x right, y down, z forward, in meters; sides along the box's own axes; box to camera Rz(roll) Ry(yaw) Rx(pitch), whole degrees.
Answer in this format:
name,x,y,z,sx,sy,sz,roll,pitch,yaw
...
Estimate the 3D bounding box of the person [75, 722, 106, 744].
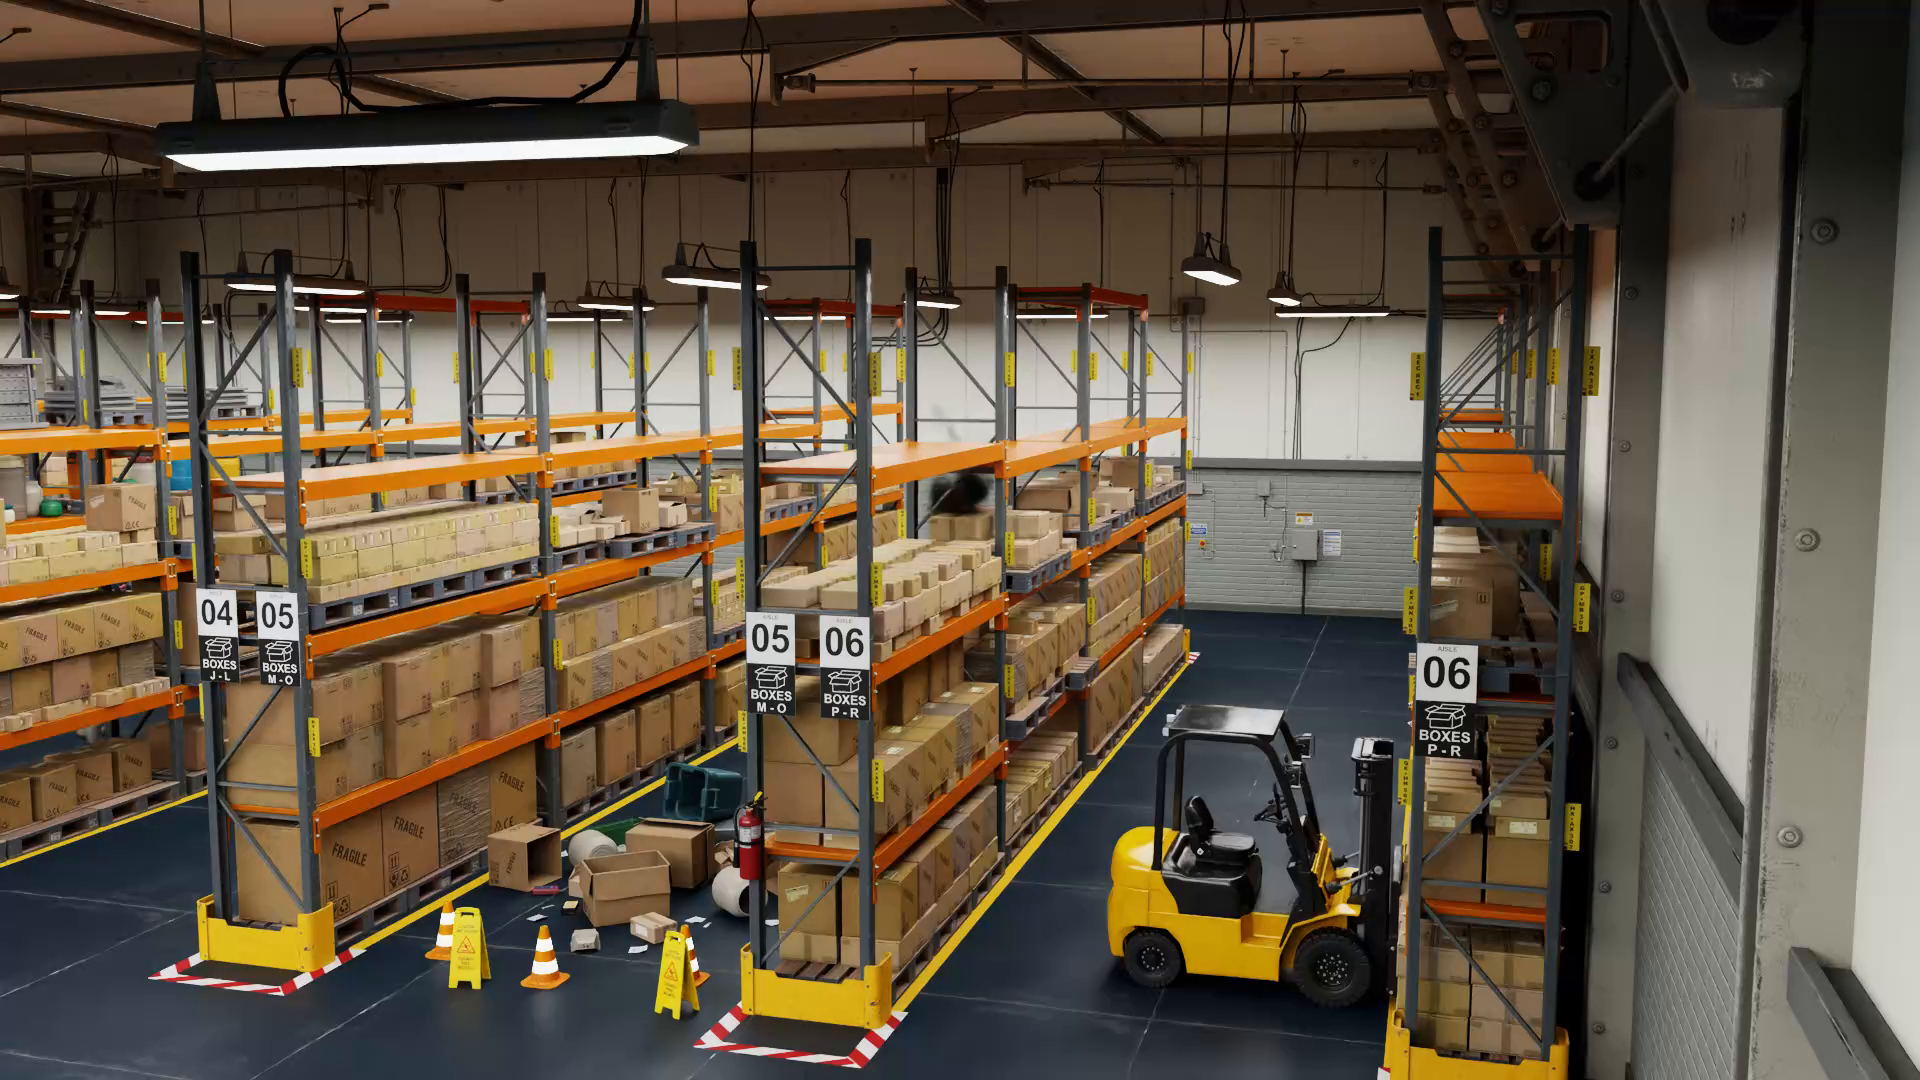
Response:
name,x,y,z,sx,sy,sz,roll,pitch,yaw
person,-10.838,2.037,20.931,0.615,1.630,0.587,2,7,16
